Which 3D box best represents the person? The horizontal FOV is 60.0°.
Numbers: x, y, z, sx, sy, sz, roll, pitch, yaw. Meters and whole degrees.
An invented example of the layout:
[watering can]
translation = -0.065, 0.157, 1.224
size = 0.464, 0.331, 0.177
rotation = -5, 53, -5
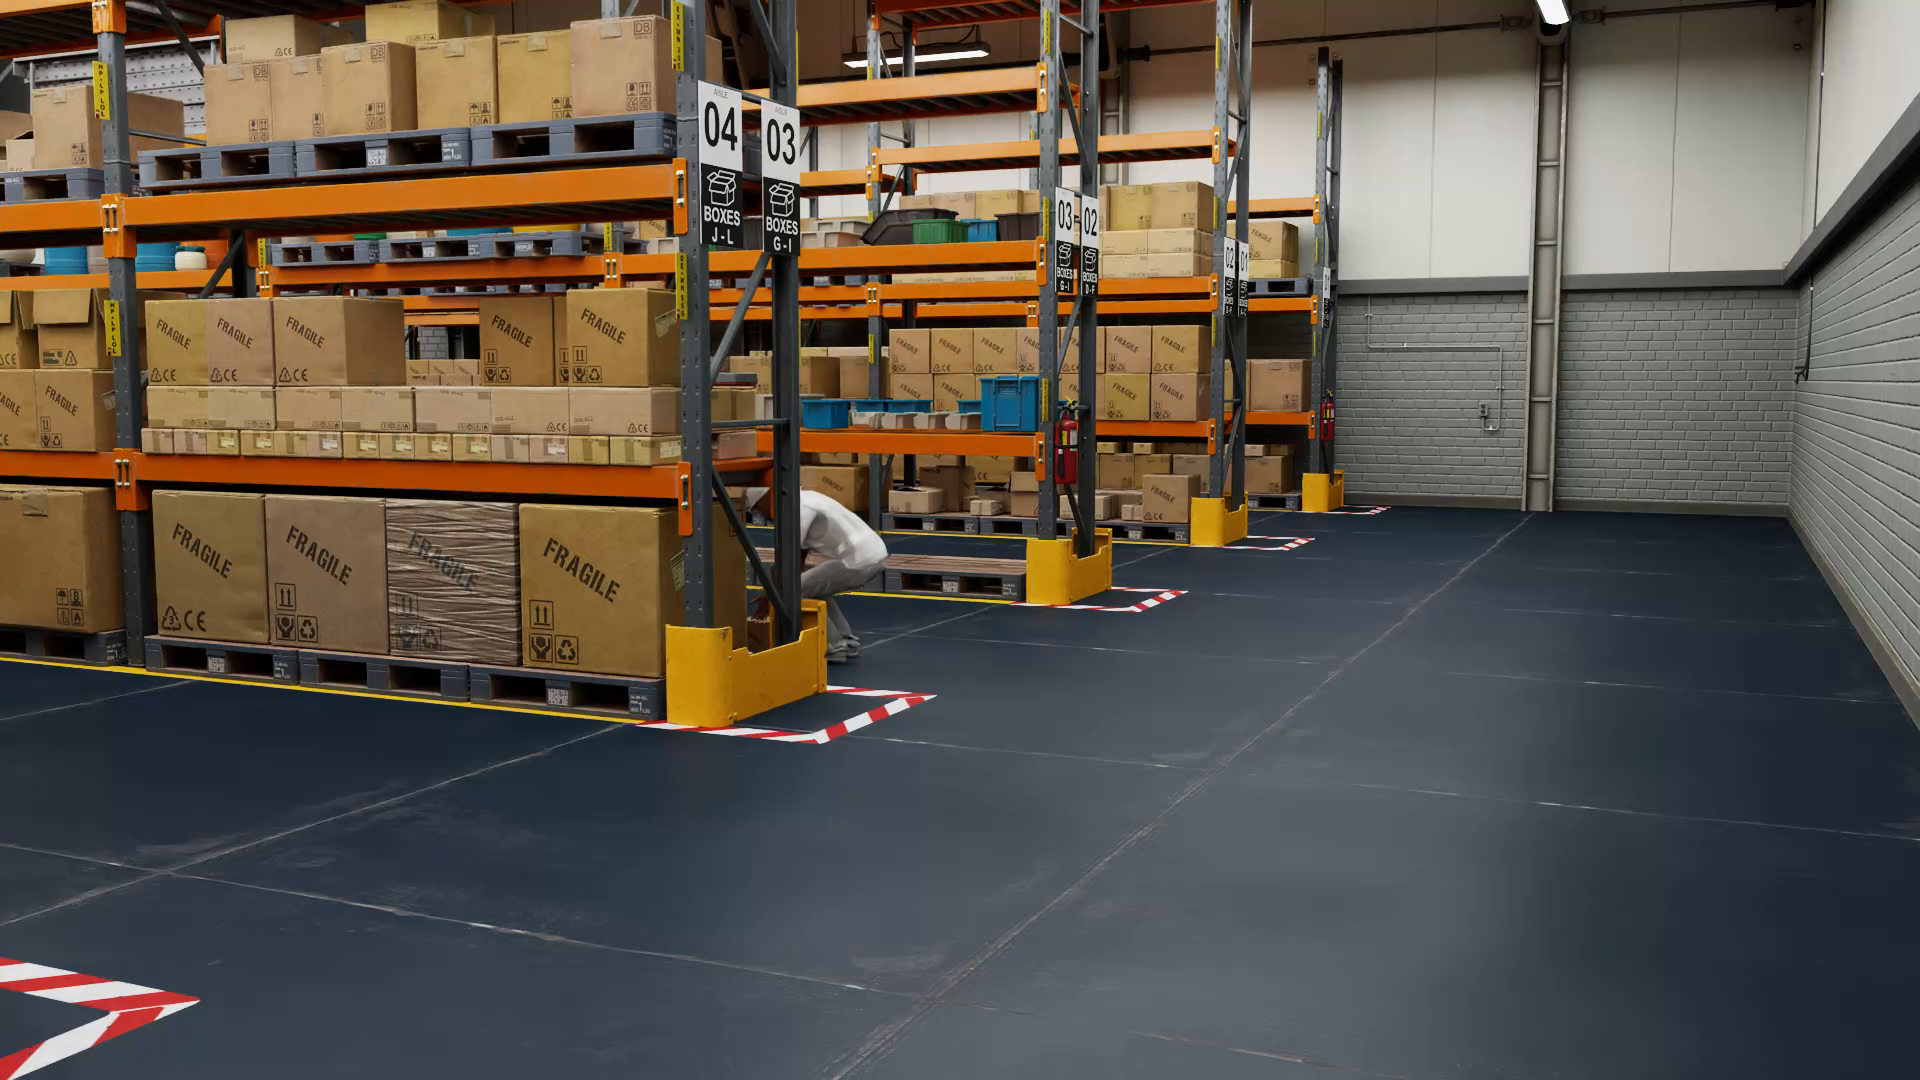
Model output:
[person]
translation = -0.889, 0.170, 10.289
size = 0.855, 1.167, 0.615
rotation = 1, 6, 9
